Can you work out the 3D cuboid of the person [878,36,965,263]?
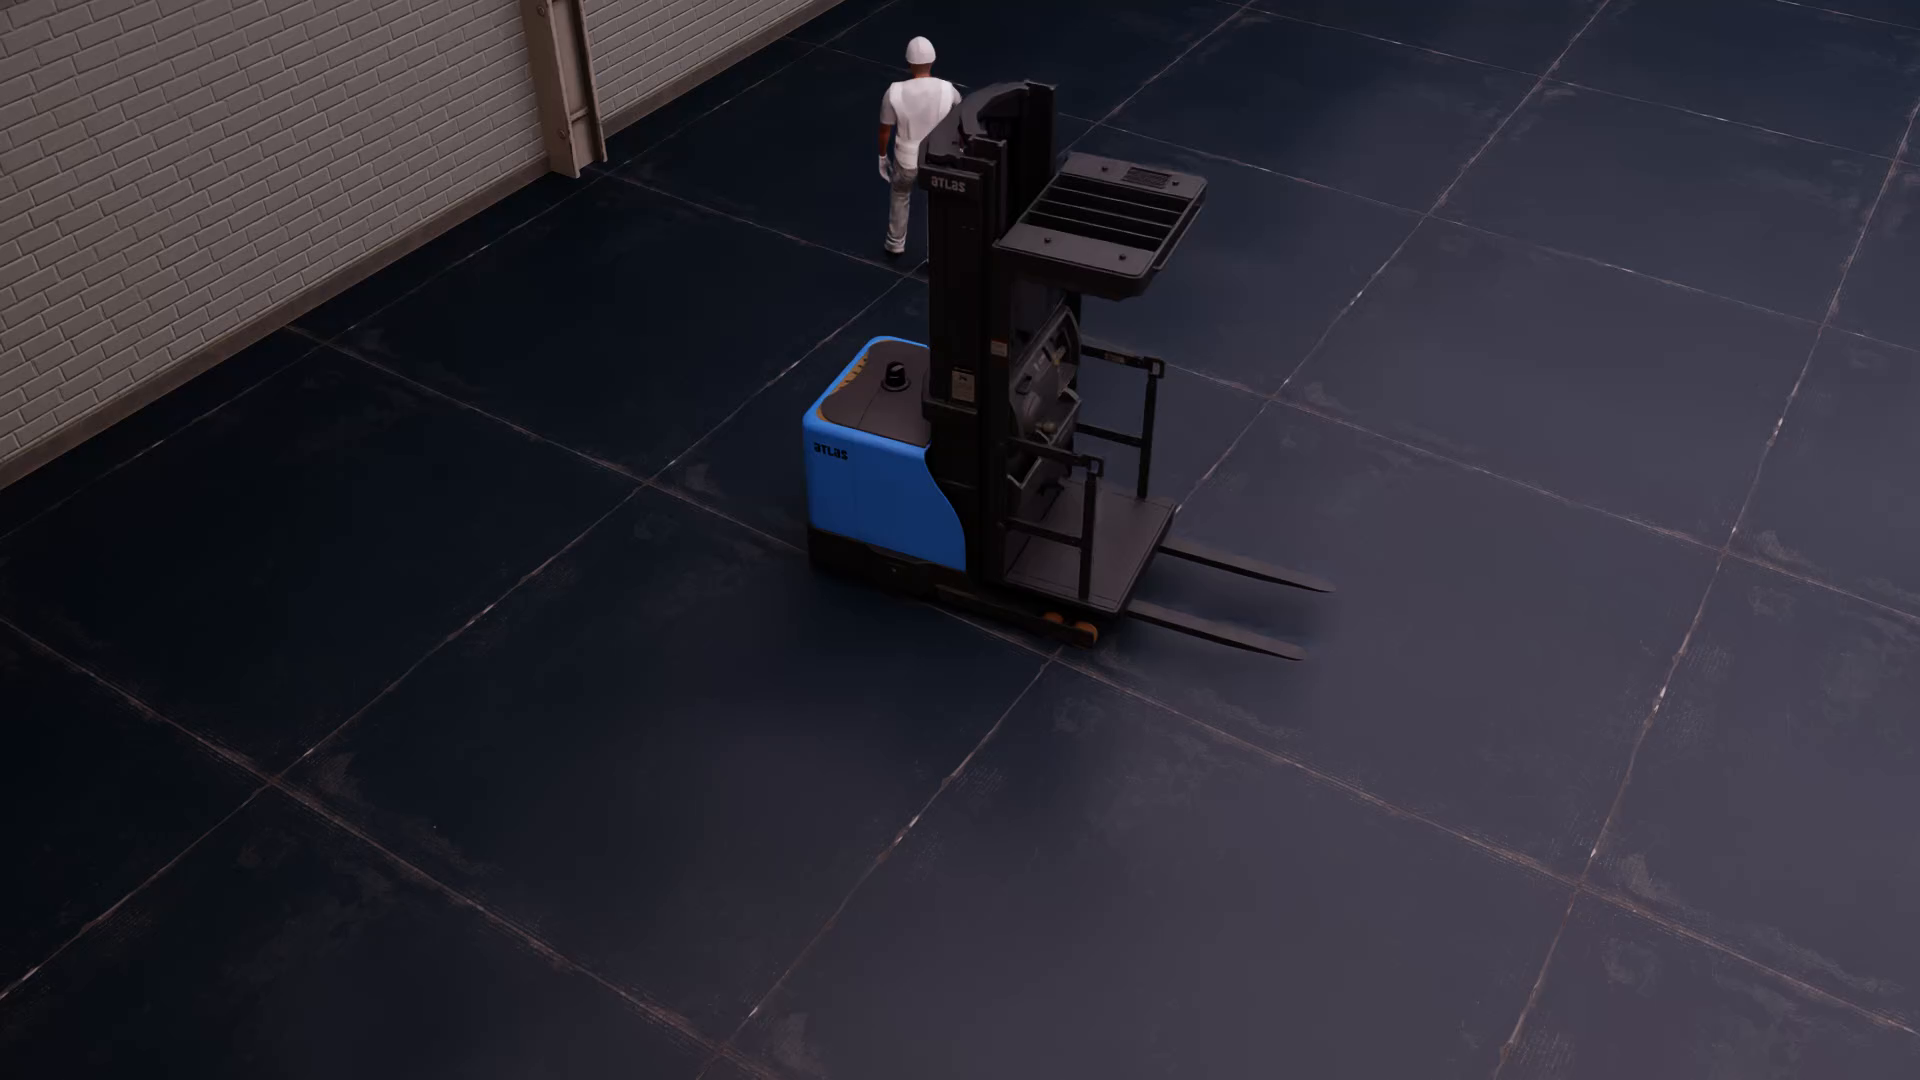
[{"bbox_3d":[-0.278,-2.840,12.261,0.650,1.815,0.555,-2,40,-2],"label":"person"}]

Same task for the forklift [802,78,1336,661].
[{"bbox_3d":[0.651,-0.884,9.010,3.031,2.935,1.130,16,43,18],"label":"forklift"}]
